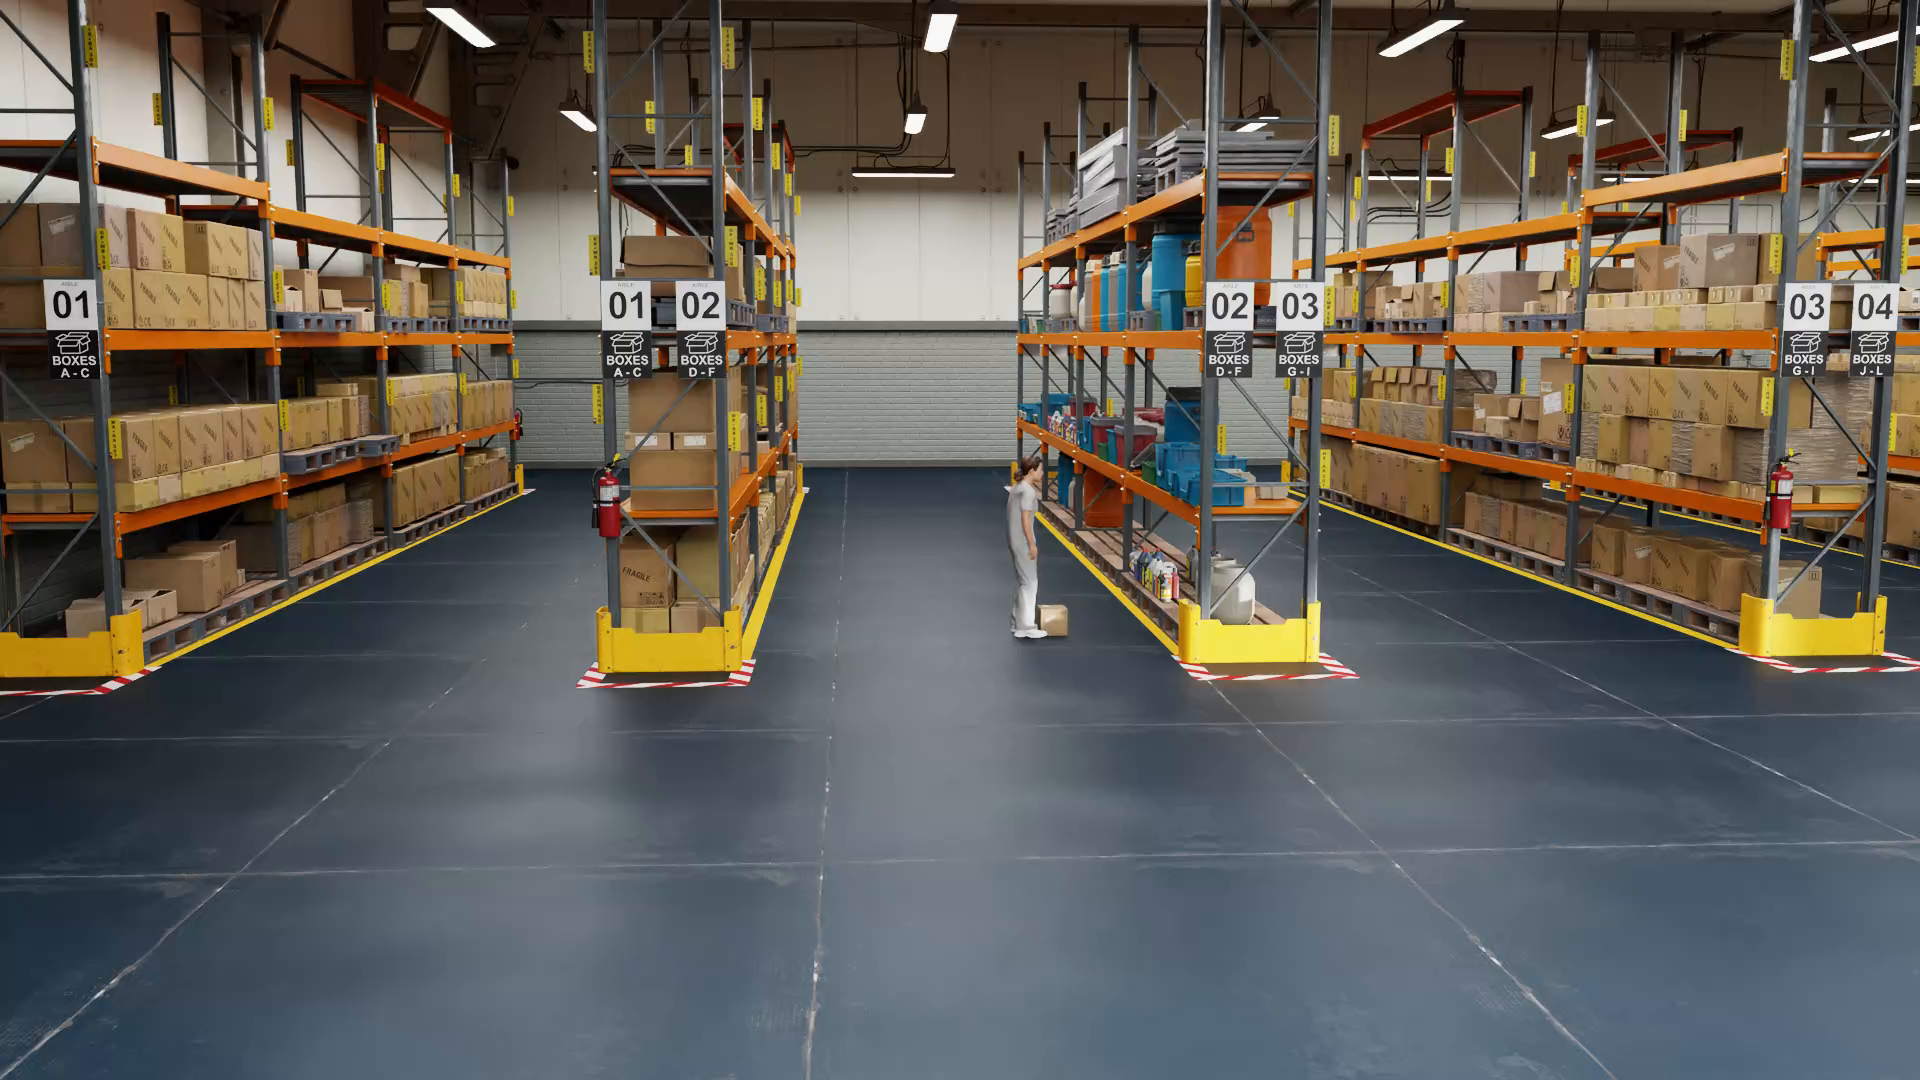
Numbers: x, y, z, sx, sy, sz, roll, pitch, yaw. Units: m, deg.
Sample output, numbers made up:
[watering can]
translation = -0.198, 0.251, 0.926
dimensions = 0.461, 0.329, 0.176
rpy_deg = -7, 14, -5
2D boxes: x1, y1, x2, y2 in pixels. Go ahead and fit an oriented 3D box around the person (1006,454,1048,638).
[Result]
[person]
translation = 0.612, 0.045, 15.389
dimensions = 0.363, 1.671, 0.514
rpy_deg = -1, 7, -7
